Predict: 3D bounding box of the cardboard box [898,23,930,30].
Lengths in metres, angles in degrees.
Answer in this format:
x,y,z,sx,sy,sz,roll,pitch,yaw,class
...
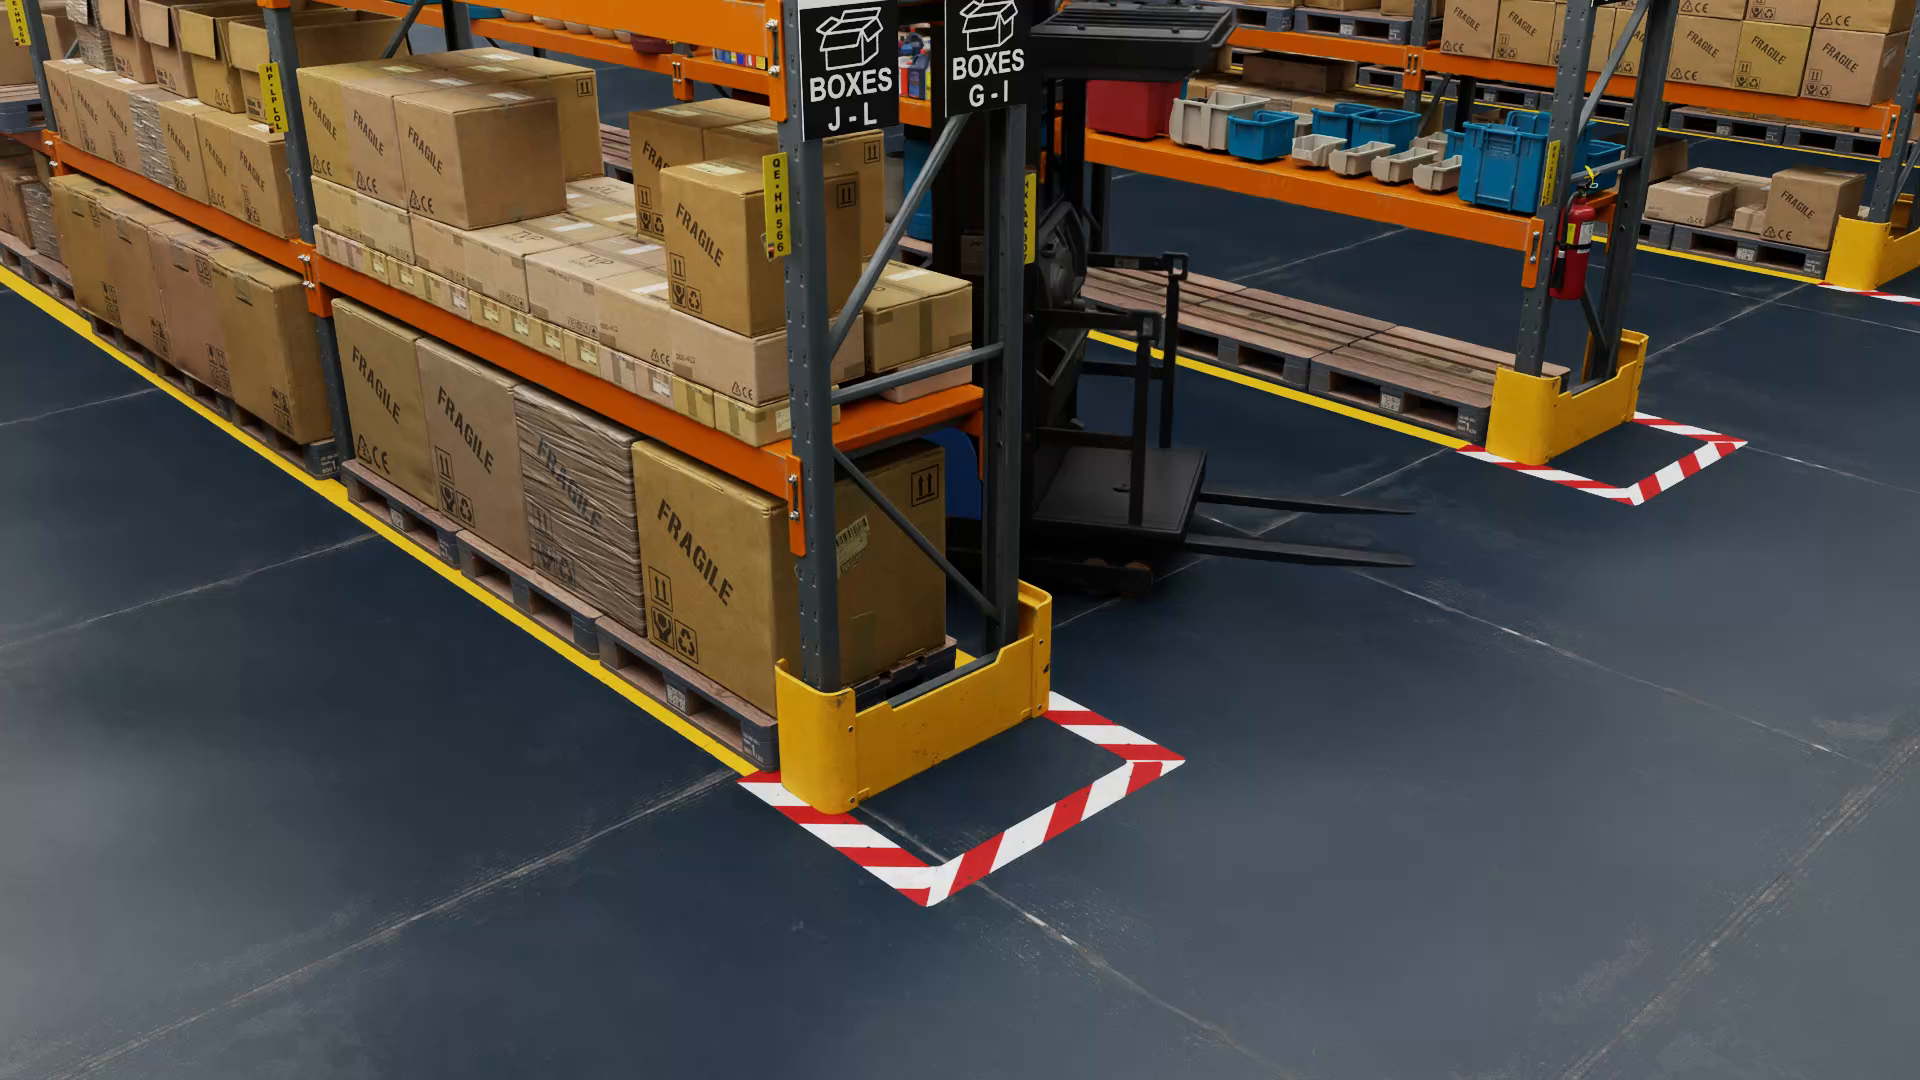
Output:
x,y,z,sx,sy,sz,roll,pitch,yaw,class
-0.654,-6.175,20.304,0.500,0.311,0.500,-21,32,-38,cardboard box

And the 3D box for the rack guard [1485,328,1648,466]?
x,y,z,sx,sy,sz,roll,pitch,yaw,class
3.469,-0.841,9.491,1.175,0.500,0.348,-21,32,-38,rack guard

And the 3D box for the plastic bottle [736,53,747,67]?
x,y,z,sx,sy,sz,roll,pitch,yaw,class
-1.773,-4.017,13.582,0.061,0.283,0.133,-21,32,-38,plastic bottle

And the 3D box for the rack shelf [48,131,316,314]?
x,y,z,sx,sy,sz,roll,pitch,yaw,class
-4.273,-2.067,10.034,1.077,0.370,4.000,-21,32,-38,rack shelf

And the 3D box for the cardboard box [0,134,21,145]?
x,y,z,sx,sy,sz,roll,pitch,yaw,class
-7.970,-3.083,13.876,0.500,0.500,0.700,21,32,38,cardboard box

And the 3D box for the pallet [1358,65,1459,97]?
x,y,z,sx,sy,sz,roll,pitch,yaw,class
5.691,-5.687,20.462,1.003,0.211,1.213,-21,32,-38,pallet

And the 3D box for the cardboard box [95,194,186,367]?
x,y,z,sx,sy,sz,roll,pitch,yaw,class
-4.580,-1.738,10.499,1.225,0.875,0.875,-21,32,-38,cardboard box

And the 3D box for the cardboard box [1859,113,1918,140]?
x,y,z,sx,sy,sz,roll,pitch,yaw,class
9.437,-4.334,16.641,0.500,0.500,0.700,23,33,40,cardboard box

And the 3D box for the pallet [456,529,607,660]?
x,y,z,sx,sy,sz,roll,pitch,yaw,class
-1.605,0.102,7.771,1.003,0.211,1.213,-21,32,-38,pallet

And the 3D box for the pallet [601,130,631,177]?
x,y,z,sx,sy,sz,roll,pitch,yaw,class
-3.355,-3.752,16.220,1.003,0.211,1.213,-21,32,-38,pallet

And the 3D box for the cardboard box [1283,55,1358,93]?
x,y,z,sx,sy,sz,roll,pitch,yaw,class
3.491,-4.520,16.123,0.500,0.250,0.500,-21,32,-38,cardboard box

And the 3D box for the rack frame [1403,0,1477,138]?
x,y,z,sx,sy,sz,roll,pitch,yaw,class
4.328,-4.598,14.714,1.000,3.000,0.127,-21,32,-38,rack frame

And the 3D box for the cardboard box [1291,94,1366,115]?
x,y,z,sx,sy,sz,roll,pitch,yaw,class
3.449,-3.881,15.625,0.500,0.500,0.500,-21,32,-38,cardboard box

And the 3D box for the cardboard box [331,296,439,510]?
x,y,z,sx,sy,sz,roll,pitch,yaw,class
-2.513,-0.790,8.422,0.875,0.875,0.875,-21,32,-38,cardboard box

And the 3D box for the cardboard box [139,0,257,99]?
x,y,z,sx,sy,sz,roll,pitch,yaw,class
-4.246,-2.877,9.613,0.797,0.503,0.637,-20,31,-37,cardboard box

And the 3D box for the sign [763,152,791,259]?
x,y,z,sx,sy,sz,roll,pitch,yaw,class
-0.578,-1.062,5.283,0.100,0.325,0.005,-21,32,-38,sign

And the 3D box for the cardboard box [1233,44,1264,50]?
x,y,z,sx,sy,sz,roll,pitch,yaw,class
4.049,-6.814,22.054,0.700,0.500,0.500,-21,32,-39,cardboard box

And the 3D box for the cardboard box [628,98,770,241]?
x,y,z,sx,sy,sz,roll,pitch,yaw,class
-1.003,-1.514,6.873,0.500,0.500,0.500,-22,33,-40,cardboard box

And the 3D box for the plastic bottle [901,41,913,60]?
x,y,z,sx,sy,sz,roll,pitch,yaw,class
-0.418,-3.795,13.110,0.097,0.271,0.097,0,25,0,plastic bottle

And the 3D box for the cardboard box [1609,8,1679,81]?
x,y,z,sx,sy,sz,roll,pitch,yaw,class
5.518,-3.951,13.177,0.500,0.500,0.500,-22,32,-39,cardboard box

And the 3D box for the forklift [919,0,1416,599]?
x,y,z,sx,sy,sz,roll,pitch,yaw,class
0.659,-1.304,7.577,3.031,2.935,1.130,6,25,13,forklift

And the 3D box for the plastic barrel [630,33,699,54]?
x,y,z,sx,sy,sz,roll,pitch,yaw,class
-2.563,-4.522,14.385,0.600,0.536,0.708,-21,32,-38,plastic barrel

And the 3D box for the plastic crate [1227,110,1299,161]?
x,y,z,sx,sy,sz,roll,pitch,yaw,class
1.853,-2.482,10.207,0.416,0.233,0.300,-21,32,-38,plastic crate

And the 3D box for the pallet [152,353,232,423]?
x,y,z,sx,sy,sz,roll,pitch,yaw,class
-4.327,-1.102,10.411,1.003,0.211,1.213,-21,32,-38,pallet

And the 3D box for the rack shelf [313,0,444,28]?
x,y,z,sx,sy,sz,roll,pitch,yaw,class
-6.126,-5.896,18.427,1.077,0.370,4.000,-21,32,-38,rack shelf

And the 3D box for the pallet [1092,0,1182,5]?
x,y,z,sx,sy,sz,roll,pitch,yaw,class
2.108,-5.537,17.004,1.213,0.211,1.003,-21,32,-38,pallet

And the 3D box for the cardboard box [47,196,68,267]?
x,y,z,sx,sy,sz,roll,pitch,yaw,class
-6.113,-2.261,12.073,0.500,0.500,0.700,22,32,39,cardboard box

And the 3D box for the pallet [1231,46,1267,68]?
x,y,z,sx,sy,sz,roll,pitch,yaw,class
3.844,-6.554,22.362,1.003,0.211,1.213,-21,32,-38,pallet

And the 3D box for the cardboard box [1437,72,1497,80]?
x,y,z,sx,sy,sz,roll,pitch,yaw,class
6.208,-5.902,19.657,0.750,0.750,0.750,-21,32,-39,cardboard box

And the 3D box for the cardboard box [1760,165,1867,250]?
x,y,z,sx,sy,sz,roll,pitch,yaw,class
6.510,-2.544,12.693,0.500,0.500,0.500,-21,32,-38,cardboard box

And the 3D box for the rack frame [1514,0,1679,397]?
x,y,z,sx,sy,sz,roll,pitch,yaw,class
3.443,-1.982,8.980,1.000,3.000,0.127,-21,32,-38,rack frame

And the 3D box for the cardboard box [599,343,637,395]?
x,y,z,sx,sy,sz,roll,pitch,yaw,class
-1.176,-0.708,6.490,0.380,0.149,0.250,-21,32,-38,cardboard box

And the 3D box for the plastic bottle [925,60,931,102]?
x,y,z,sx,sy,sz,roll,pitch,yaw,class
-0.158,-3.357,12.054,0.144,0.351,0.185,-21,32,-38,plastic bottle

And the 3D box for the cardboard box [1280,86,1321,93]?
x,y,z,sx,sy,sz,roll,pitch,yaw,class
3.466,-4.188,16.298,0.500,0.500,0.500,-21,32,-38,cardboard box

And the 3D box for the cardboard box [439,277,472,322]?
x,y,z,sx,sy,sz,roll,pitch,yaw,class
-2.060,-1.098,7.345,0.380,0.149,0.250,-21,32,-38,cardboard box

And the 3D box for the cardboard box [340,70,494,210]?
x,y,z,sx,sy,sz,roll,pitch,yaw,class
-2.434,-1.828,7.562,0.500,0.500,0.500,-21,32,-38,cardboard box

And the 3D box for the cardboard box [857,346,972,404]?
x,y,z,sx,sy,sz,roll,pitch,yaw,class
-0.174,-0.664,6.393,0.380,0.149,0.250,-21,32,-38,cardboard box

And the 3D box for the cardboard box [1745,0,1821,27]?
x,y,z,sx,sy,sz,roll,pitch,yaw,class
6.211,-4.096,12.289,0.500,0.500,0.500,-20,31,-37,cardboard box

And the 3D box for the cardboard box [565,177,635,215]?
x,y,z,sx,sy,sz,roll,pitch,yaw,class
-1.708,-1.486,7.715,0.500,0.250,0.500,-20,32,-37,cardboard box

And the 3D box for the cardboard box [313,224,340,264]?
x,y,z,sx,sy,sz,roll,pitch,yaw,class
-2.947,-1.490,8.206,0.380,0.149,0.250,-21,32,-38,cardboard box

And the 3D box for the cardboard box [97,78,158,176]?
x,y,z,sx,sy,sz,roll,pitch,yaw,class
-4.800,-2.512,10.021,0.500,0.500,0.500,-22,32,-39,cardboard box

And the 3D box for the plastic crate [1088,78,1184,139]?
x,y,z,sx,sy,sz,roll,pitch,yaw,class
1.137,-2.908,10.862,0.402,0.464,0.583,-21,32,-38,plastic crate

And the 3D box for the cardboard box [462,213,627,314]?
x,y,z,sx,sy,sz,roll,pitch,yaw,class
-1.750,-1.180,7.045,0.500,0.250,0.500,-21,32,-38,cardboard box

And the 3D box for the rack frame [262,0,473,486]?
x,y,z,sx,sy,sz,roll,pitch,yaw,class
-2.906,-1.789,8.557,1.000,3.000,0.127,-21,32,-38,rack frame

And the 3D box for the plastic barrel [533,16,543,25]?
x,y,z,sx,sy,sz,roll,pitch,yaw,class
-3.966,-5.110,16.004,0.301,0.262,0.301,0,25,0,plastic barrel

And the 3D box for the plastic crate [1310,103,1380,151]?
x,y,z,sx,sy,sz,roll,pitch,yaw,class
2.410,-2.591,10.445,0.416,0.233,0.300,-21,32,-38,plastic crate

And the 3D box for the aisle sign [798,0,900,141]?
x,y,z,sx,sy,sz,roll,pitch,yaw,class
-0.342,-1.653,5.126,0.394,0.787,0.004,-21,32,-38,aisle sign

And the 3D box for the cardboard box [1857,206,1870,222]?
x,y,z,sx,sy,sz,roll,pitch,yaw,class
7.026,-2.513,13.050,0.380,0.149,0.250,-21,32,-38,cardboard box

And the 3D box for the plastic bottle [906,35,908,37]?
x,y,z,sx,sy,sz,roll,pitch,yaw,class
-0.438,-3.908,13.344,0.061,0.283,0.133,-21,32,-38,plastic bottle
